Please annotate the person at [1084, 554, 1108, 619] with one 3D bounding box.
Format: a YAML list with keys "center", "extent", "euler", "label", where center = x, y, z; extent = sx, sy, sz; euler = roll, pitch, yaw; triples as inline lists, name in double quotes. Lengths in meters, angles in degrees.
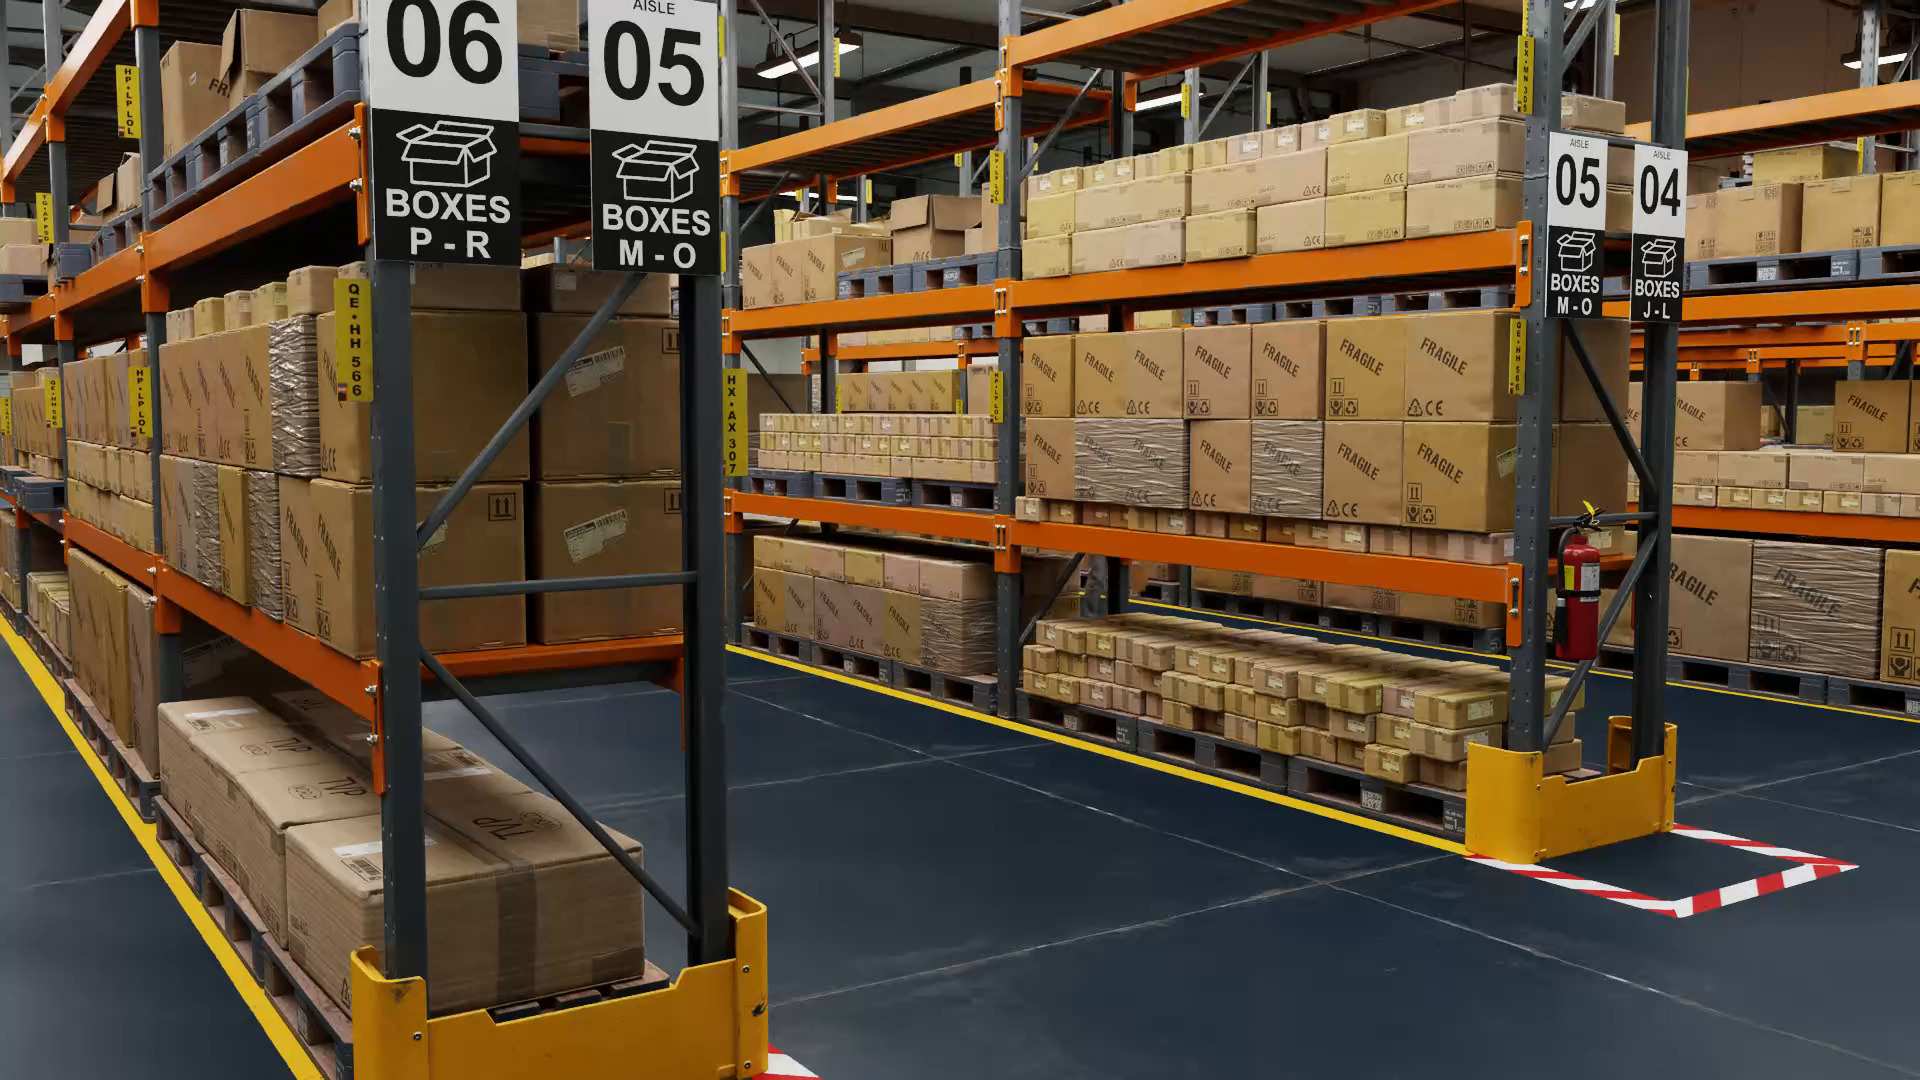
- center: [1.313, -0.050, 14.806]
  extent: [0.588, 1.765, 0.425]
  euler: [-3, 6, -35]
  label: "person"
